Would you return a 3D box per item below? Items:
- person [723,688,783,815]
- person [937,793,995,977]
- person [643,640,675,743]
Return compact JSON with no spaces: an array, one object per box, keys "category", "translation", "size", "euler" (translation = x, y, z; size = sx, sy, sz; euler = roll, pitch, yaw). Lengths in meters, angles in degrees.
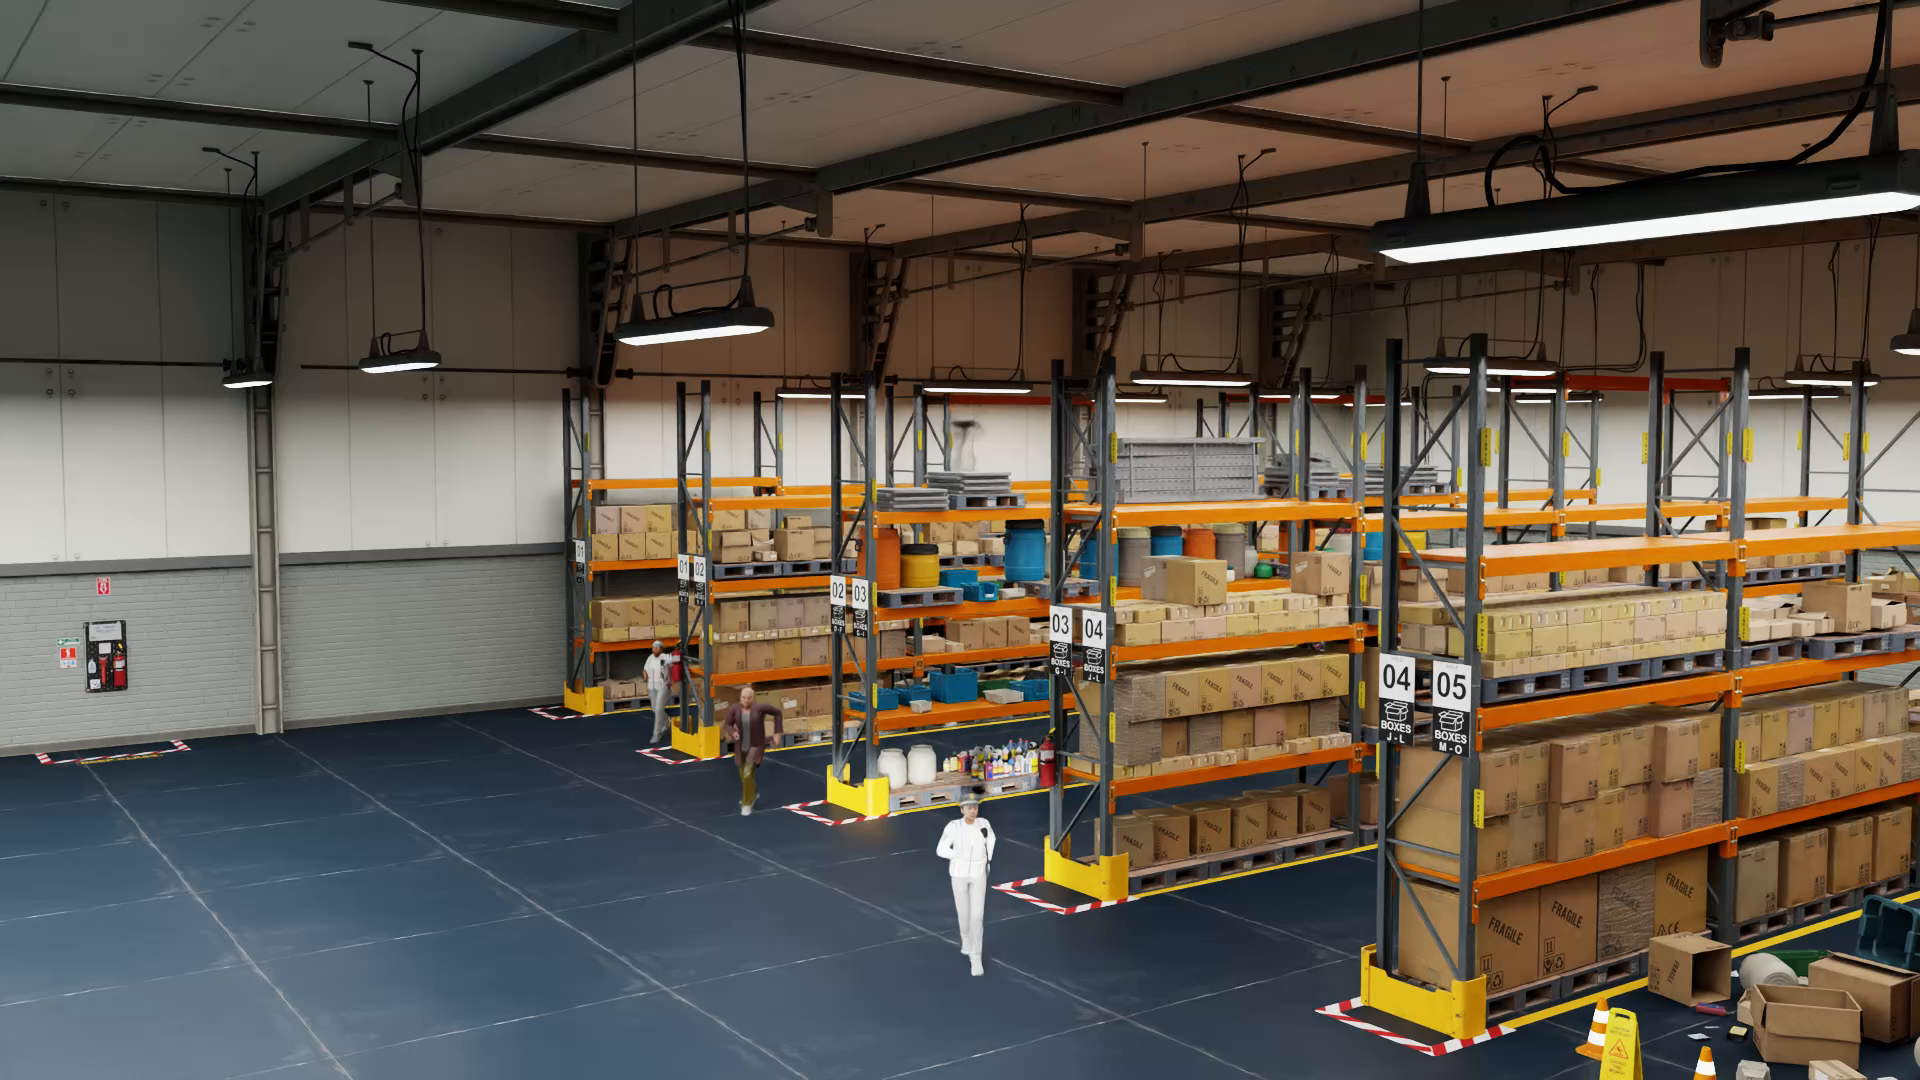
[{"category":"person","translation":[-2.805,2.887,22.617],"size":[0.763,1.830,0.913],"euler":[1,4,14]},{"category":"person","translation":[0.064,3.294,16.130],"size":[0.579,1.758,0.758],"euler":[0,4,-2]},{"category":"person","translation":[-5.074,2.533,28.119],"size":[0.626,1.698,0.788],"euler":[2,4,23]}]
